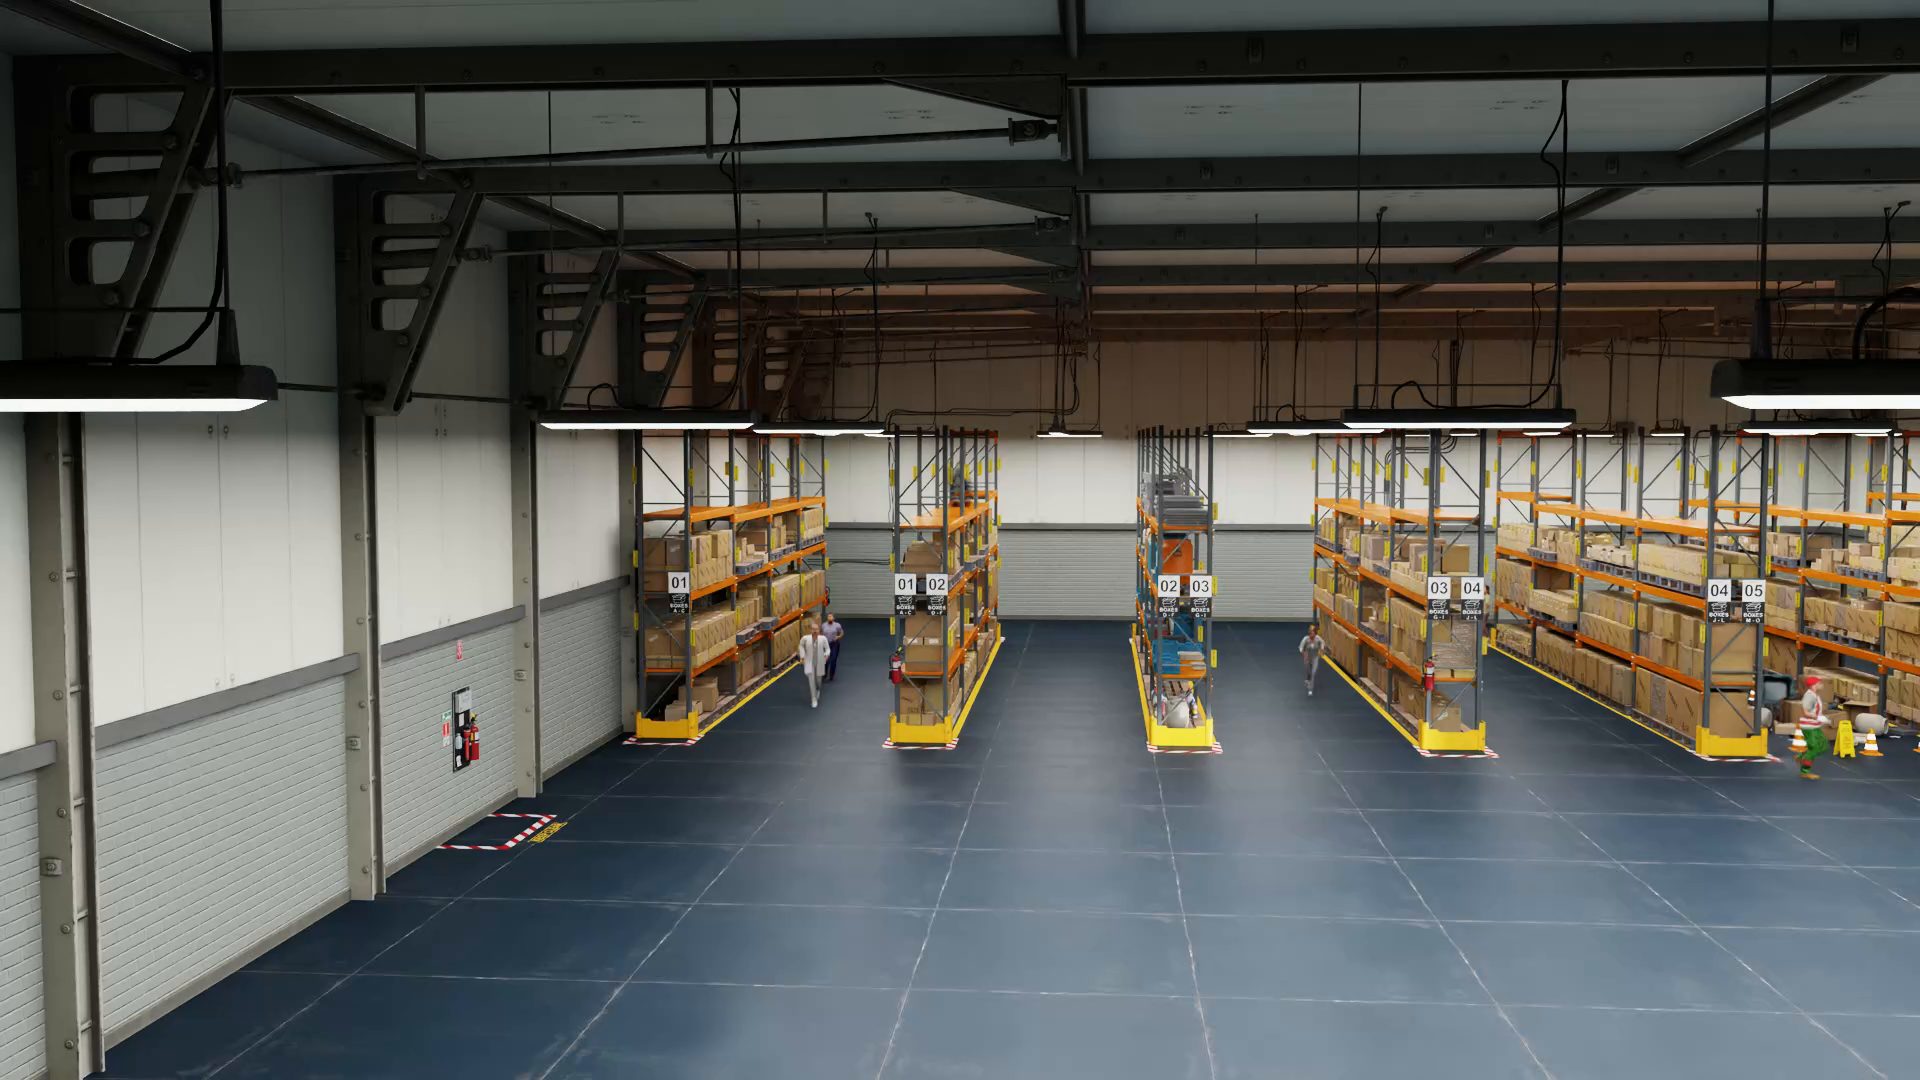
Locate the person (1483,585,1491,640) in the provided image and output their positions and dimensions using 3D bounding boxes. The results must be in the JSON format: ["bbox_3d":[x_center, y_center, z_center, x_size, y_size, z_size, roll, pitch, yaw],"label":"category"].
[{"bbox_3d":[14.833,2.077,47.131,0.567,1.645,0.593,-1,4,-18],"label":"person"}]

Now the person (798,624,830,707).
[{"bbox_3d":[-3.160,2.692,36.051,0.687,1.775,0.943,-1,3,-9],"label":"person"}]

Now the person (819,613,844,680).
[{"bbox_3d":[-3.066,2.544,39.575,0.587,1.596,0.583,0,3,-1],"label":"person"}]

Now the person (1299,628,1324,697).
[{"bbox_3d":[7.918,2.722,37.542,0.560,1.550,0.899,0,3,2],"label":"person"}]

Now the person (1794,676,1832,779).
[{"bbox_3d":[14.385,3.164,28.047,0.618,1.750,0.641,3,4,39],"label":"person"}]
